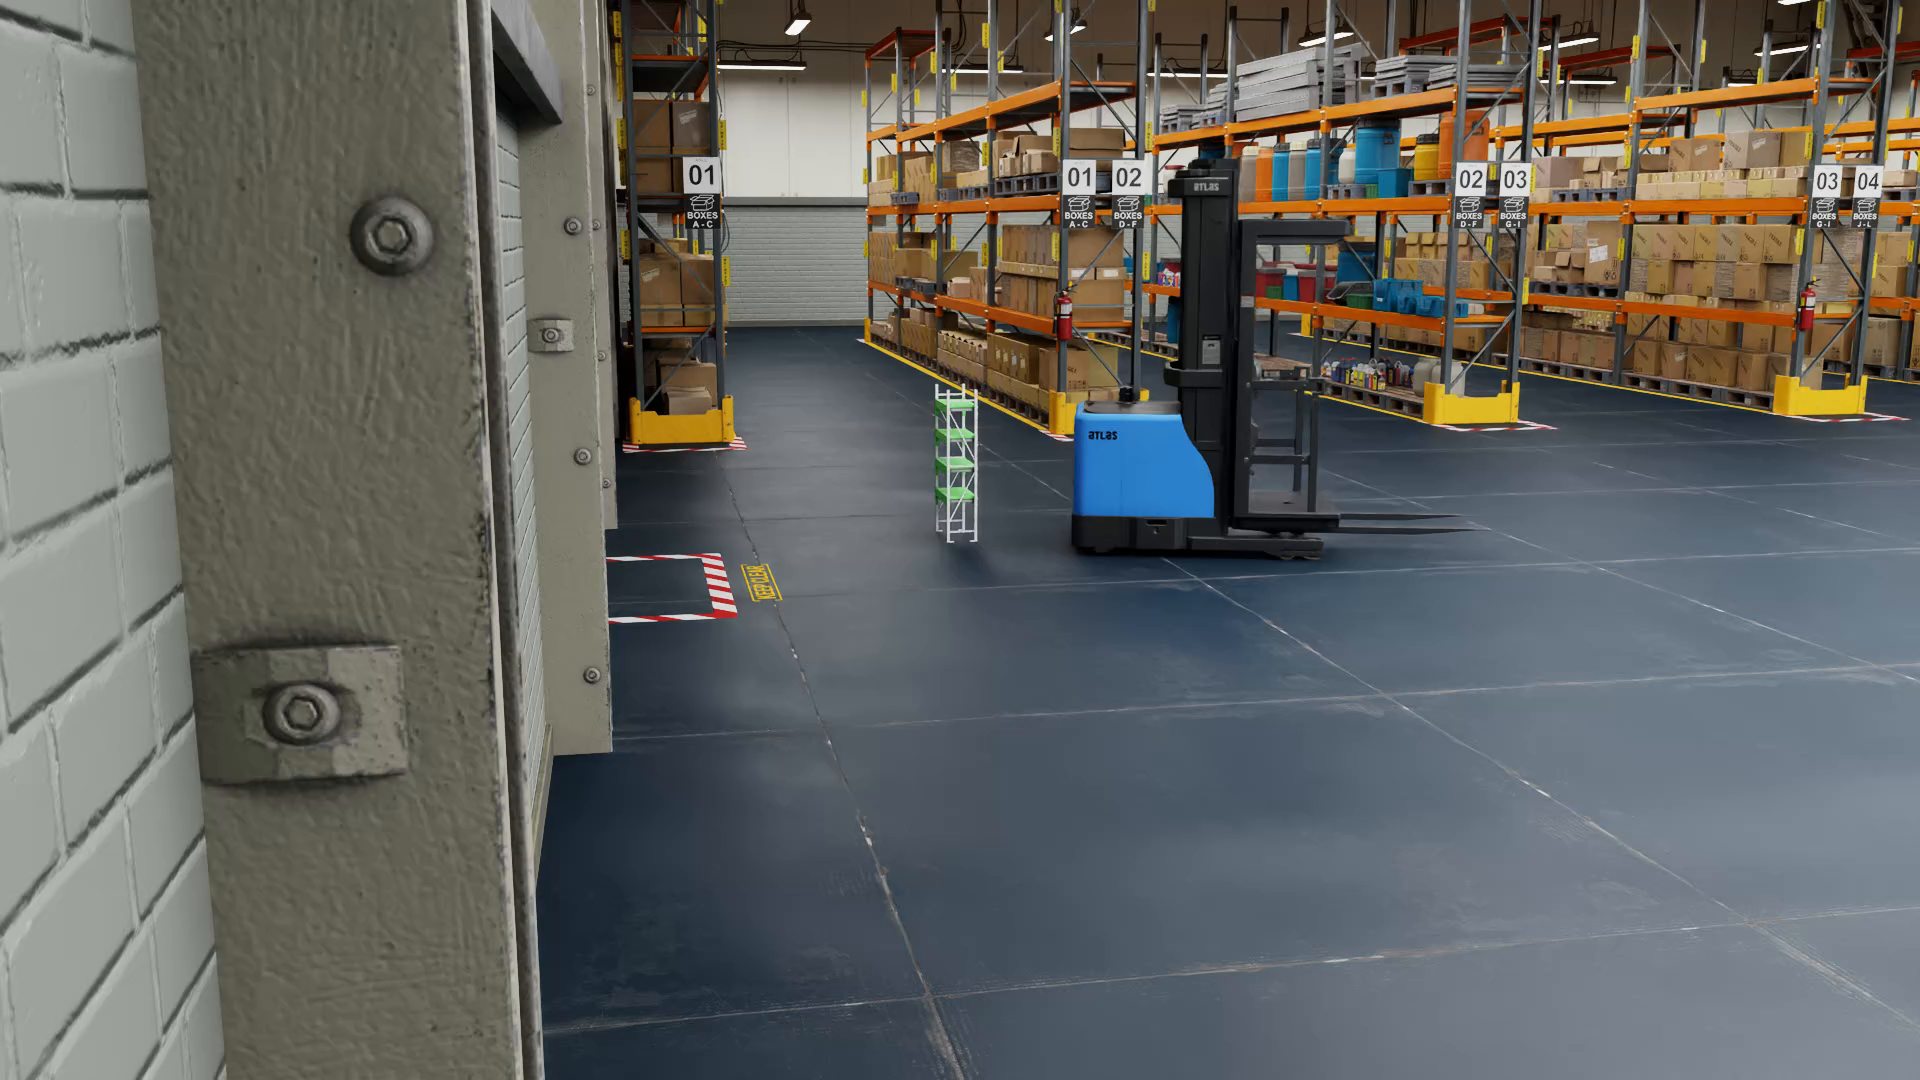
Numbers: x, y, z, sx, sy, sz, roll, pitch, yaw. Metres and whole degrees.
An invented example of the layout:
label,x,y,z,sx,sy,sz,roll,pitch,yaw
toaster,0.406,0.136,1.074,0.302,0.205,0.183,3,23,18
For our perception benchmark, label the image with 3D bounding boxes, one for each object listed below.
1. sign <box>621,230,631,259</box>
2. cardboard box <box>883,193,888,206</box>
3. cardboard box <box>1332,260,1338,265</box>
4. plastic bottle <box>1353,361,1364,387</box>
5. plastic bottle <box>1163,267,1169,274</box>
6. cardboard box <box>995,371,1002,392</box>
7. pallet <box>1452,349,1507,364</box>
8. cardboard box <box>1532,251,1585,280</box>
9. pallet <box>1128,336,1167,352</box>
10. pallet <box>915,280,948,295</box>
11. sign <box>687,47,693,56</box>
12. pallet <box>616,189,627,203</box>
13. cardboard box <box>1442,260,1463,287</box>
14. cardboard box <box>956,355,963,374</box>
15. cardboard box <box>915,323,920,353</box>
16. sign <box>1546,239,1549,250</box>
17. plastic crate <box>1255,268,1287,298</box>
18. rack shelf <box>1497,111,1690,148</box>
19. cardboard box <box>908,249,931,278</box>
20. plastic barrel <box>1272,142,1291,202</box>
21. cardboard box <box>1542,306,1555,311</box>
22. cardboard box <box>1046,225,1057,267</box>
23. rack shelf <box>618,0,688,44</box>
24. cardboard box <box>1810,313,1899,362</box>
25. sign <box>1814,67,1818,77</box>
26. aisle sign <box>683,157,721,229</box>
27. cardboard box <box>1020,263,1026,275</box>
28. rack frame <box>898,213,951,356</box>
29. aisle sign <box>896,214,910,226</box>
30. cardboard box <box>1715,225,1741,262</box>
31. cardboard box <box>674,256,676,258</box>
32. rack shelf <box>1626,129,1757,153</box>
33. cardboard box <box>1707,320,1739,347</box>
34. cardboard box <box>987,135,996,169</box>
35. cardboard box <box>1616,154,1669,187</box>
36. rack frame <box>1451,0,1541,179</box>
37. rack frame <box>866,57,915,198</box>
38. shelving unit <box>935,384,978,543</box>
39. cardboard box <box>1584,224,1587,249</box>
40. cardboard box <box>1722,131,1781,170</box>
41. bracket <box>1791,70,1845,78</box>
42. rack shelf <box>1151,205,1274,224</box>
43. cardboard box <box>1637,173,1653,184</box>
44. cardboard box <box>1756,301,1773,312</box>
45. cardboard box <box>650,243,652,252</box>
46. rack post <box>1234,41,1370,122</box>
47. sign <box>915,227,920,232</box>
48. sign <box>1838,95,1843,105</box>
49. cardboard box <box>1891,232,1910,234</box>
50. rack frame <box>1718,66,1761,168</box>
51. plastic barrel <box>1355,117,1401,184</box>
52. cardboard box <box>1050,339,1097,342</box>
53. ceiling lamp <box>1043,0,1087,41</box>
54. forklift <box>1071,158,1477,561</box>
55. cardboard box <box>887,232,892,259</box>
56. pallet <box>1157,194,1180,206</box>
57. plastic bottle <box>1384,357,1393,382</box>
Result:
label,x,y,z,sx,sy,sz,roll,pitch,yaw
sign,-3.741,-3.308,18.614,0.100,0.325,0.005,-2,11,-11
cardboard box,-1.216,-6.645,32.467,0.500,0.250,0.500,-2,11,-11
cardboard box,8.302,-5.863,35.583,0.500,0.250,0.500,-2,11,-13
plastic bottle,5.617,-2.334,23.343,0.144,0.351,0.185,-2,11,-11
plastic bottle,3.950,-5.054,31.859,0.144,0.351,0.185,-2,11,-11
cardboard box,0.773,-2.183,22.873,0.500,0.250,0.500,-2,11,-11
pallet,9.748,-3.386,30.421,1.003,0.211,1.213,-2,11,-11
cardboard box,10.179,-4.667,28.306,0.700,0.500,0.500,0,11,-3
pallet,4.010,-3.925,33.256,1.003,0.211,1.213,-2,11,-11
pallet,-0.091,-4.276,28.155,1.213,0.211,1.003,-2,11,-11
sign,-4.218,-7.534,26.004,0.100,0.325,0.005,-2,11,-11
pallet,-4.926,-5.565,26.895,1.213,0.211,1.003,-2,11,-8
cardboard box,9.293,-4.926,30.786,0.500,0.500,0.500,-2,11,-13
cardboard box,0.229,-2.716,25.676,0.500,0.250,0.500,-2,11,-10
cardboard box,-0.511,-3.591,29.549,0.500,0.500,0.500,-3,11,-13
sign,10.358,-5.160,29.398,0.100,0.325,0.005,-2,11,-11
plastic crate,4.984,-4.152,26.818,0.402,0.464,0.583,-2,11,-11
rack shelf,10.217,-6.639,27.003,1.077,0.370,4.000,-2,11,-11
cardboard box,-0.599,-5.019,30.153,0.700,0.500,0.500,0,11,-2
plastic barrel,5.181,-5.740,25.967,0.600,0.901,0.708,-2,11,-11
cardboard box,13.020,-5.130,37.037,0.380,0.149,0.250,-2,11,-11
cardboard box,1.470,-3.660,20.667,0.700,0.500,0.500,-2,11,-12
rack shelf,-5.137,-8.661,27.670,1.077,0.370,4.000,-2,11,-11
cardboard box,15.098,-3.425,28.064,1.050,0.750,0.750,-2,11,-11
sign,15.256,-8.275,29.683,0.100,0.325,0.005,-2,11,-11
aisle sign,-2.884,-3.876,18.583,0.394,0.787,0.004,-2,11,-11
cardboard box,1.005,-3.590,22.036,0.380,0.149,0.250,-2,11,-13
rack frame,-0.668,-4.982,31.352,1.000,3.000,0.127,-2,11,-11
aisle sign,-1.159,-7.017,35.087,0.394,0.787,0.004,-2,11,-11
cardboard box,10.837,-4.103,22.993,0.500,0.500,0.500,-2,11,-11
cardboard box,-3.385,-3.379,21.271,0.500,0.500,0.500,-2,11,-13
rack shelf,14.324,-7.534,31.708,1.077,0.370,4.000,-2,11,-11
cardboard box,14.328,-3.860,31.015,0.500,0.500,0.500,-2,11,-11
cardboard box,0.673,-5.708,24.413,0.500,0.500,0.500,-1,11,-6
cardboard box,10.612,-5.695,25.674,0.797,0.503,0.637,-3,11,-14
rack frame,6.525,-5.908,20.170,1.000,3.000,0.127,-2,11,-11
rack frame,-1.446,-8.663,34.645,1.000,3.000,0.127,-2,11,-11
shelving unit,-0.032,-0.620,13.244,0.258,1.200,0.503,-2,11,-11
cardboard box,13.472,-6.361,34.859,0.500,0.500,0.500,-2,11,-13
cardboard box,10.834,-5.331,22.758,0.500,0.500,0.500,-2,11,-11
bracket,22.248,-12.436,44.838,0.076,0.066,5.218,-2,11,-11
rack shelf,4.580,-5.915,30.154,1.077,0.370,4.000,-2,11,-11
cardboard box,10.367,-5.400,24.856,0.380,0.149,0.250,-2,11,-13
cardboard box,10.979,-3.152,22.408,0.380,0.149,0.250,-2,11,-11
cardboard box,-4.652,-4.590,26.109,0.380,0.149,0.250,-4,11,-18
rack post,5.280,-7.098,25.887,1.013,1.000,3.121,-2,11,-11
sign,-0.898,-6.457,35.155,0.100,0.325,0.005,-2,11,-11
sign,18.221,-9.170,34.389,0.100,0.325,0.005,-2,11,-11
cardboard box,18.902,-5.873,33.087,0.500,0.500,0.500,-2,11,-12
rack frame,17.993,-9.383,38.428,1.000,3.000,0.127,-2,11,-11
plastic barrel,5.836,-5.434,23.239,0.600,0.901,0.708,-2,11,-11
cardboard box,1.491,-2.387,21.941,0.500,0.500,0.500,-2,11,-11
ceiling lamp,2.146,-10.742,29.953,0.800,3.185,2.000,-2,11,-11
forklift,2.390,-1.389,12.656,3.031,2.935,1.130,1,11,5
cardboard box,-1.123,-5.700,32.180,0.500,0.500,0.500,-2,11,-12
pallet,4.440,-6.402,31.295,1.213,0.211,1.003,-2,11,-11
plastic bottle,6.193,-2.467,24.042,0.144,0.351,0.185,-3,11,-14
